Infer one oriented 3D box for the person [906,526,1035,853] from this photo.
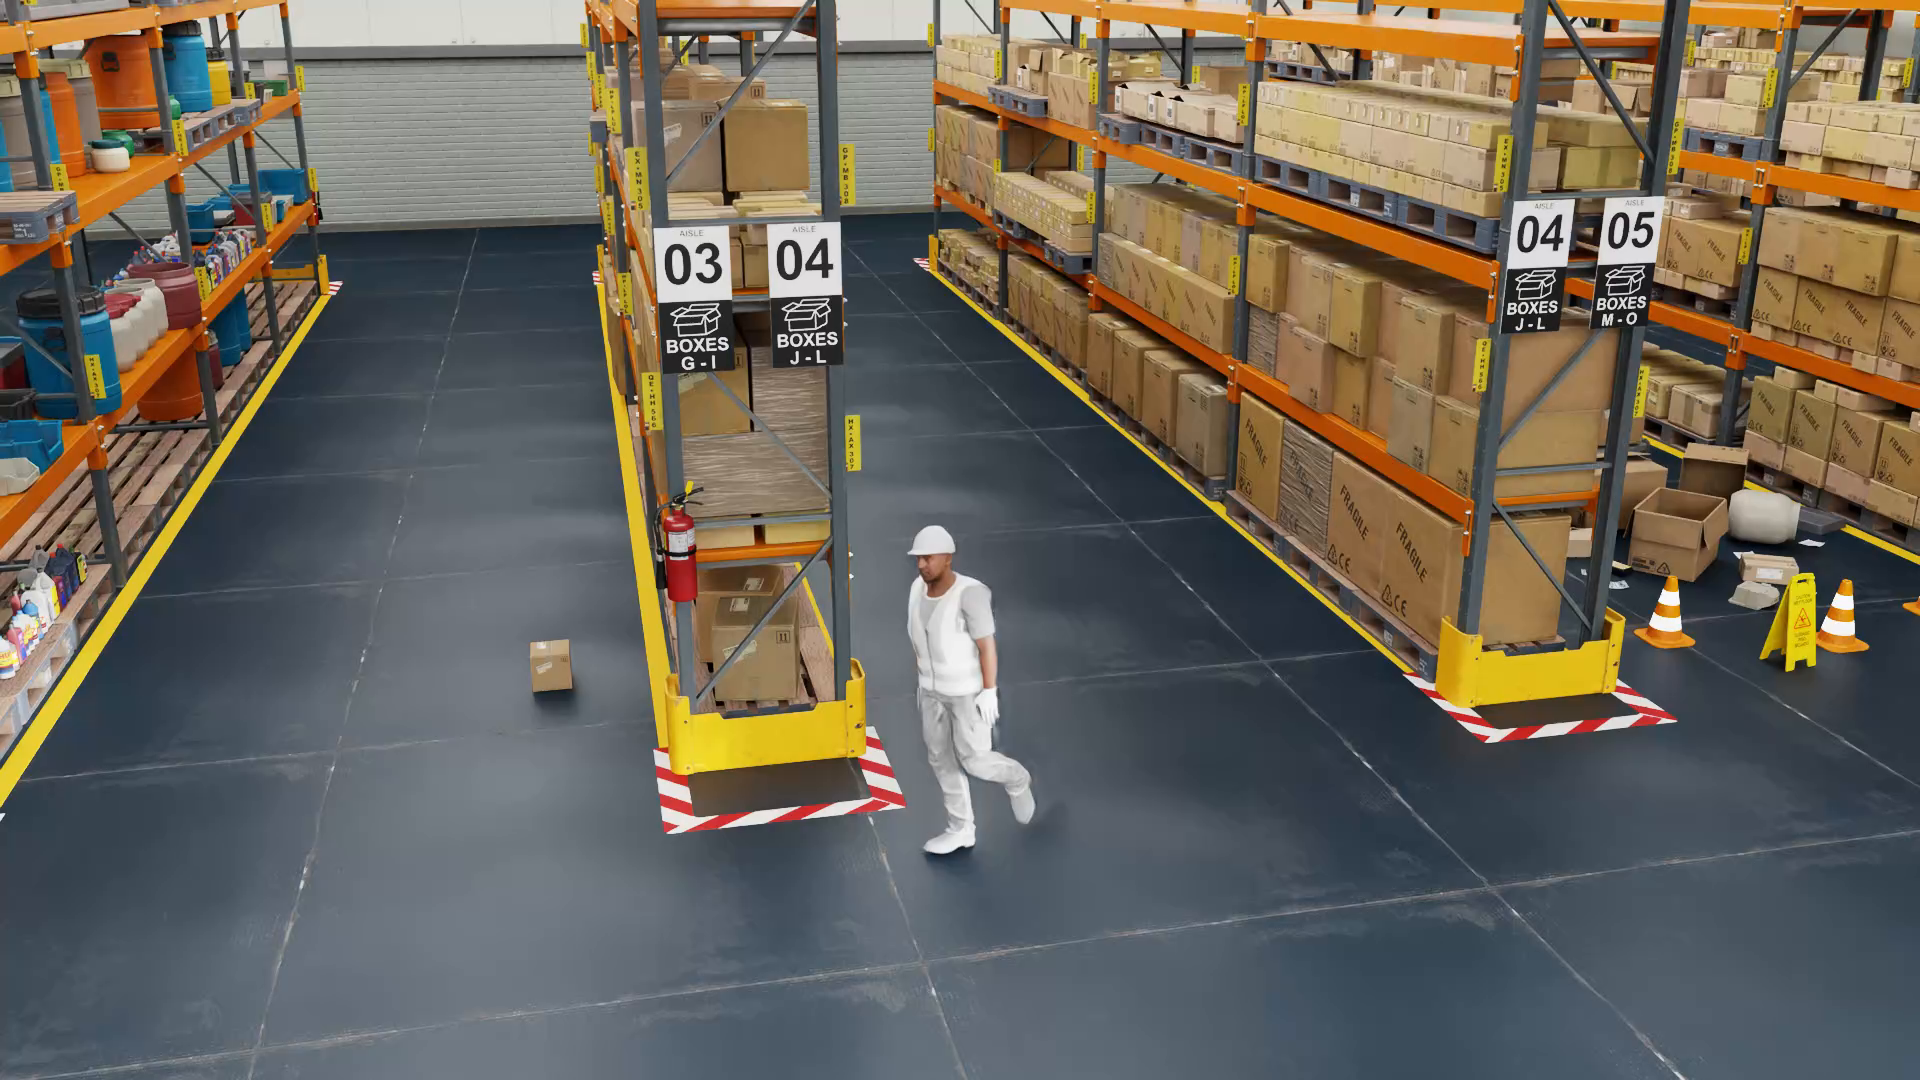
[{"bbox_3d":[0.011,0.764,8.861,0.683,1.755,0.611,-18,26,-41],"label":"person"}]
